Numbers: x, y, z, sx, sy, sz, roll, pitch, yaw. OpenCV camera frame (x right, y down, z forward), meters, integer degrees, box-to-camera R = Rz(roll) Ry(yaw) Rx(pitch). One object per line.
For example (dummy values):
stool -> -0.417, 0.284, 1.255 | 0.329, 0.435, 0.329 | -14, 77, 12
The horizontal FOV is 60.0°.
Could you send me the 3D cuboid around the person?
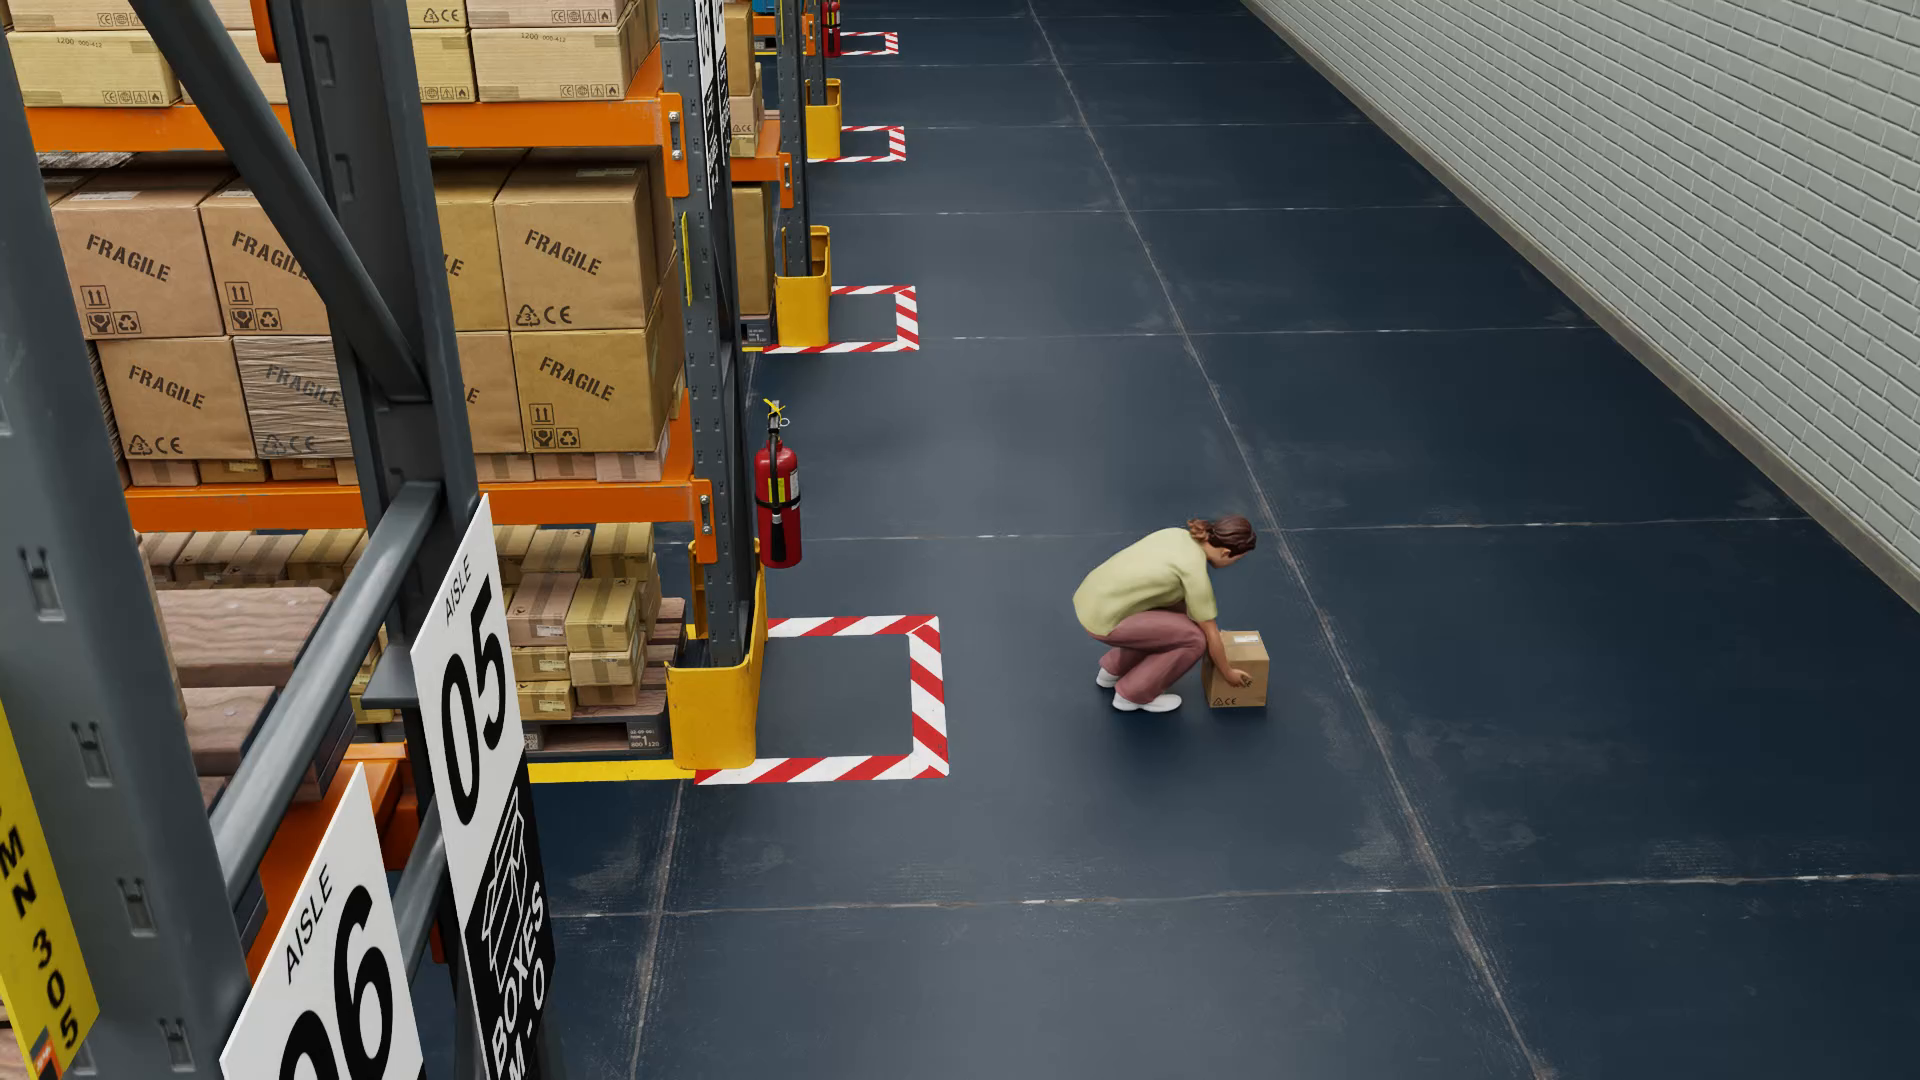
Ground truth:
person -> 0.901, 0.307, 7.404 | 0.801, 0.873, 0.480 | -1, 28, -3
